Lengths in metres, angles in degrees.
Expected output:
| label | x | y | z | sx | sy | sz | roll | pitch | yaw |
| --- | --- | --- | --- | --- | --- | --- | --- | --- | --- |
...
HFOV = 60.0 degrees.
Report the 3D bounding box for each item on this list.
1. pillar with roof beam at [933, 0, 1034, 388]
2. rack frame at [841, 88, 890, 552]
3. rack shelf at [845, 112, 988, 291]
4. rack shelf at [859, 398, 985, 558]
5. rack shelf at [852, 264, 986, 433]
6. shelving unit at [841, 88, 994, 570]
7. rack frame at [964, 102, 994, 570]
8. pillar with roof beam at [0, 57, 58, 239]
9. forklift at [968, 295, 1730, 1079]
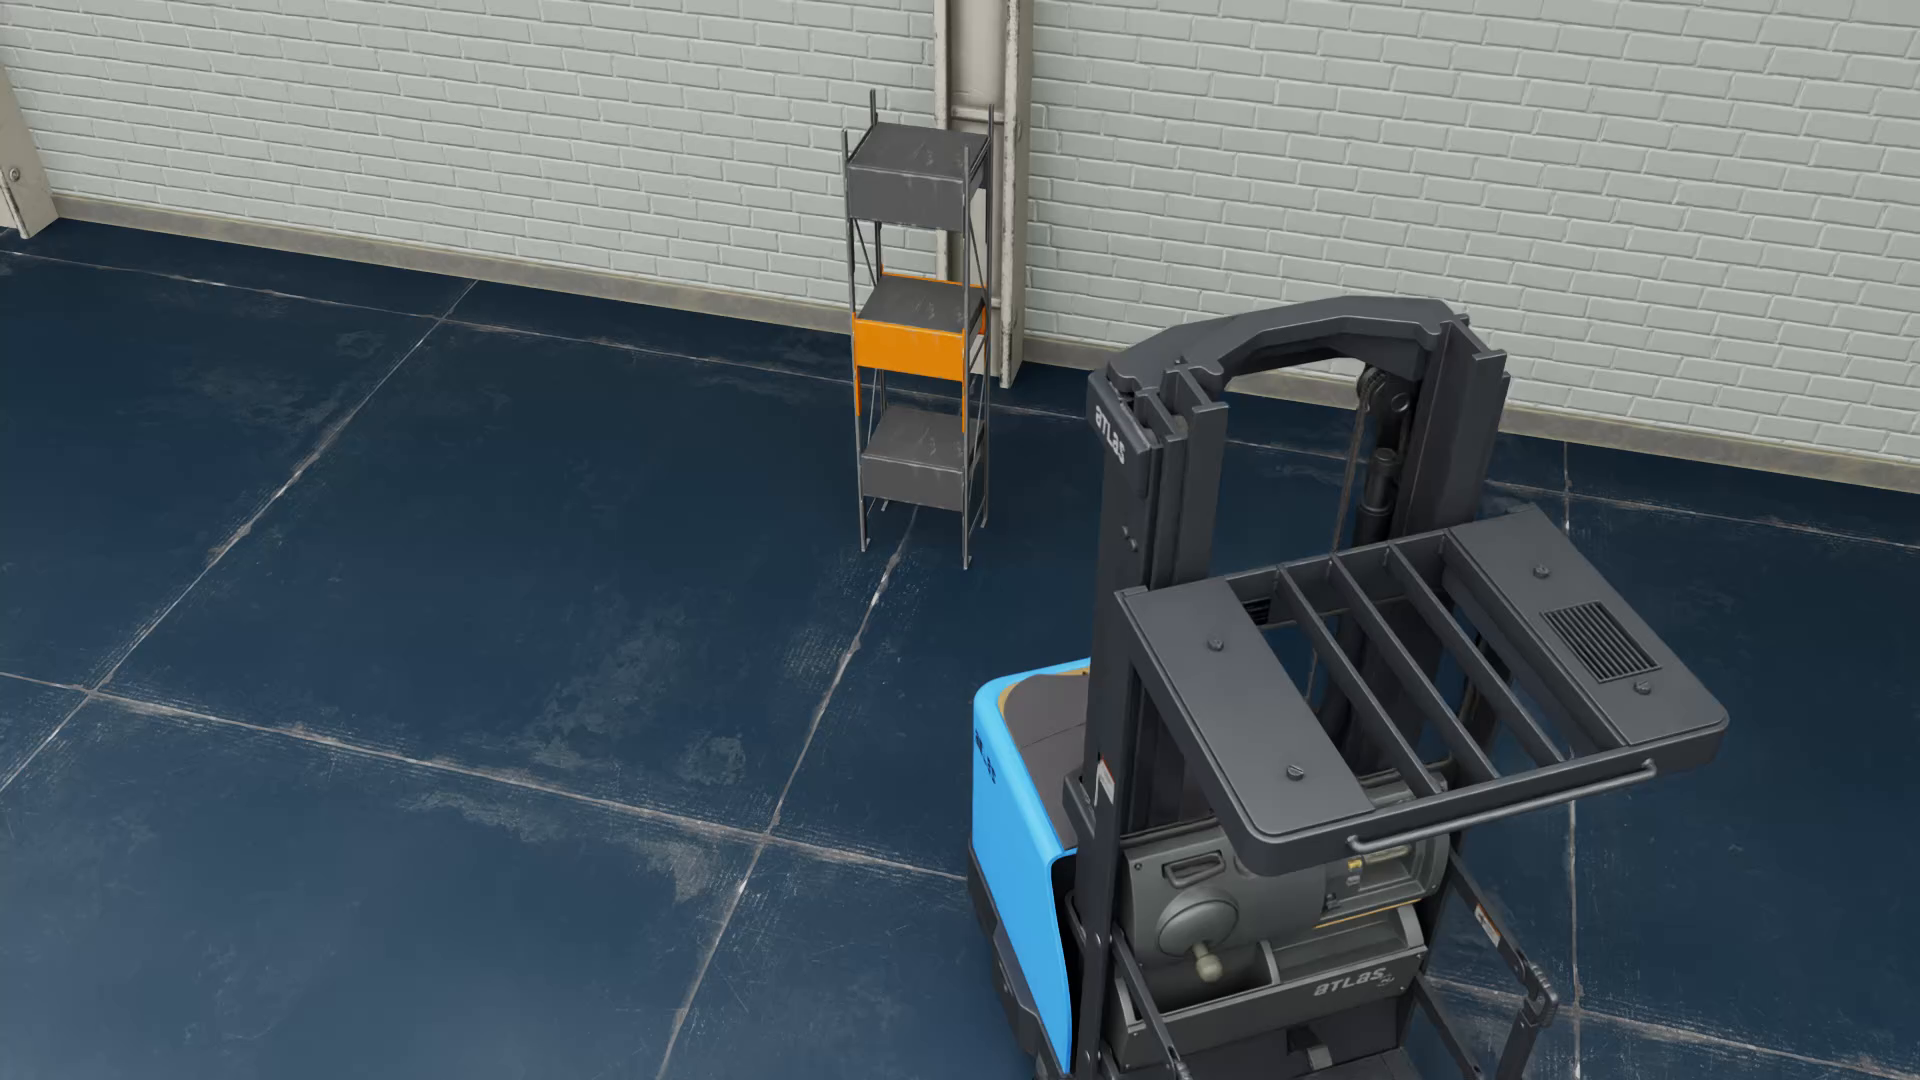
| label | x | y | z | sx | sy | sz | roll | pitch | yaw |
| --- | --- | --- | --- | --- | --- | --- | --- | --- | --- |
| pillar with roof beam | -1.003 | -1.691 | 2.767 | 0.400 | 9.000 | 9.100 | 10 | 41 | 11 |
| rack frame | -0.396 | -0.872 | 7.156 | 0.015 | 2.100 | 0.400 | 10 | 41 | 11 |
| rack shelf | -0.160 | -1.357 | 6.666 | 0.480 | 0.518 | 0.431 | 10 | 41 | 11 |
| rack shelf | -0.160 | -0.285 | 7.566 | 0.480 | 0.518 | 0.431 | 10 | 41 | 11 |
| rack shelf | -0.160 | -0.821 | 7.116 | 0.480 | 0.518 | 0.431 | 10 | 41 | 11 |
| shelving unit | -0.160 | -0.832 | 7.107 | 0.503 | 2.100 | 0.431 | 10 | 41 | 11 |
| rack frame | 0.076 | -0.791 | 7.059 | 0.015 | 2.100 | 0.400 | 10 | 41 | 11 |
| pillar with roof beam | -6.799 | -2.689 | 3.954 | 0.400 | 9.000 | 9.100 | 10 | 41 | 11 |
| forklift | 0.953 | 0.986 | 4.297 | 1.130 | 2.935 | 3.031 | -11 | 41 | -13 |
